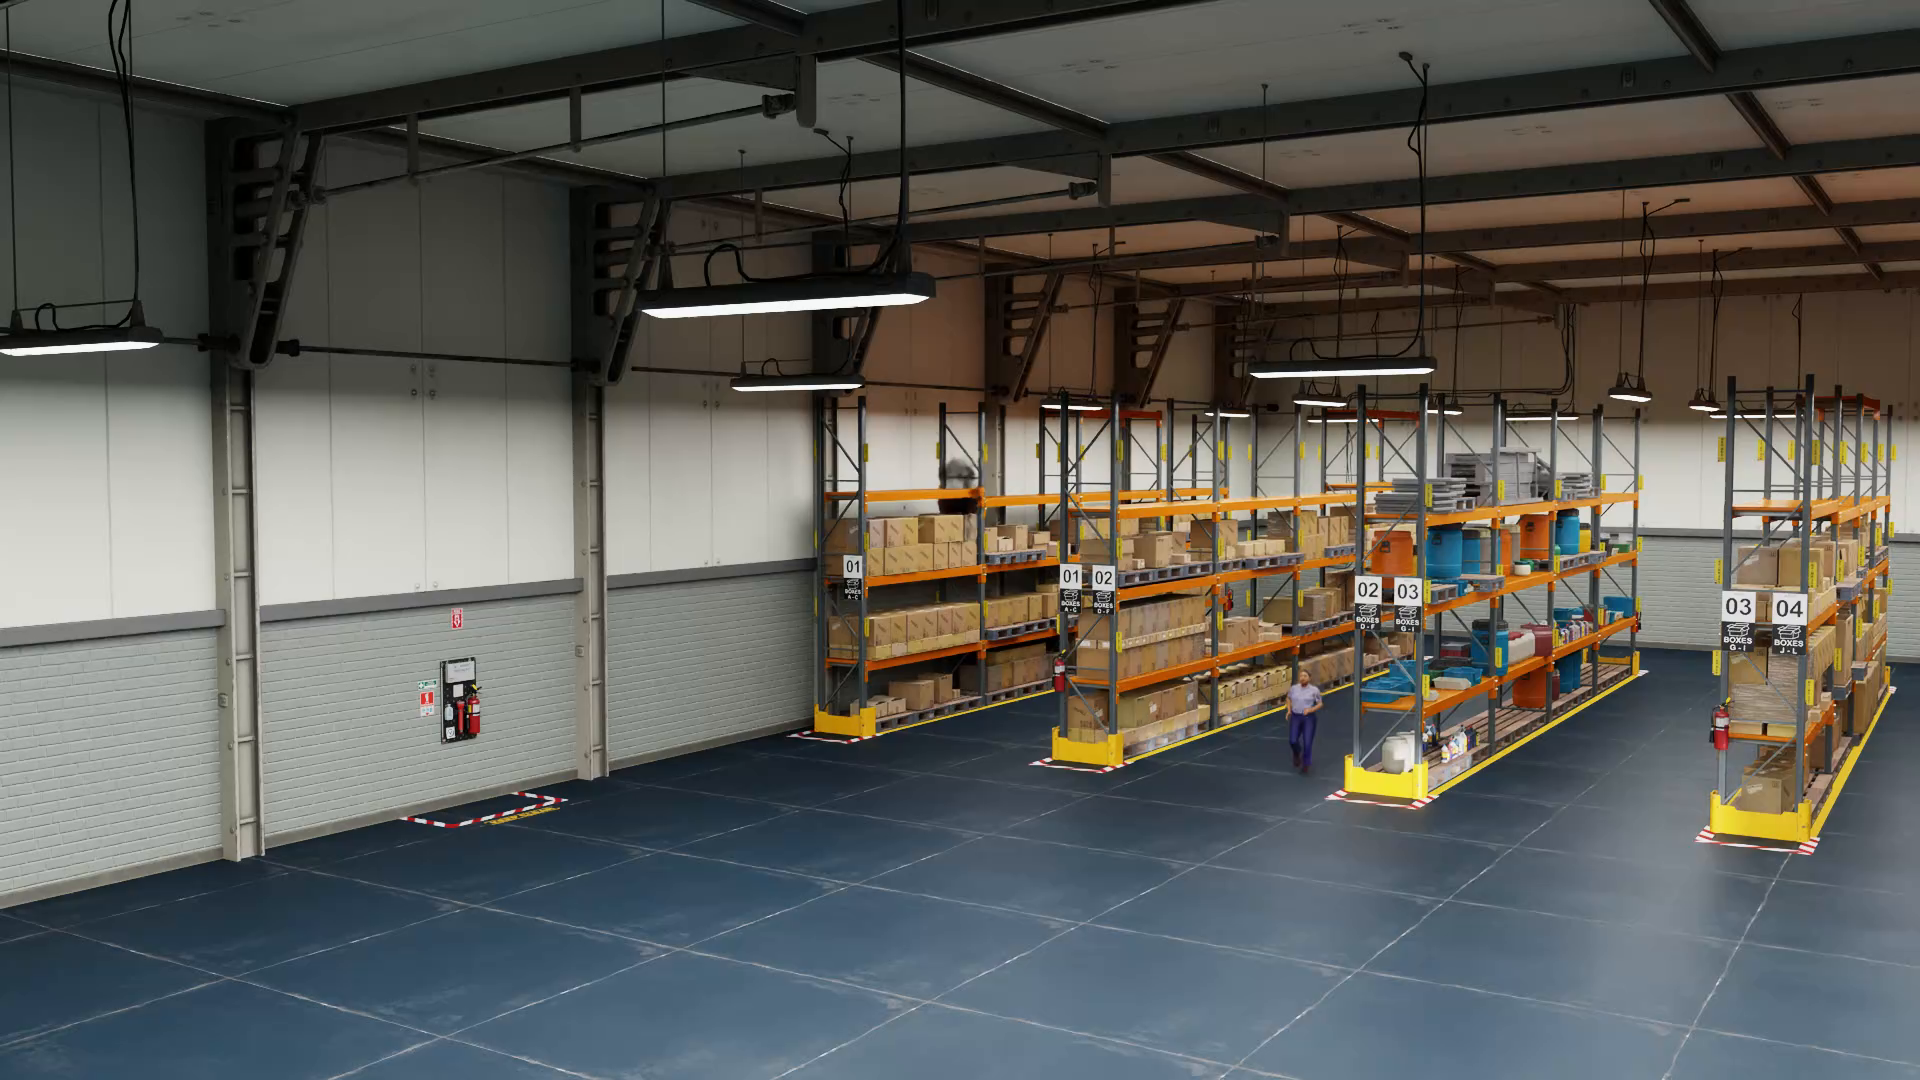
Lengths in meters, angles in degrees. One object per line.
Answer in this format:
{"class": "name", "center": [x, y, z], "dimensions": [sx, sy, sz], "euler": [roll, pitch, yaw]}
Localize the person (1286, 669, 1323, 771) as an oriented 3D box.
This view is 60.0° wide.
{"class": "person", "center": [5.362, 2.836, 26.016], "dimensions": [0.606, 1.588, 0.556], "euler": [1, 3, 22]}
